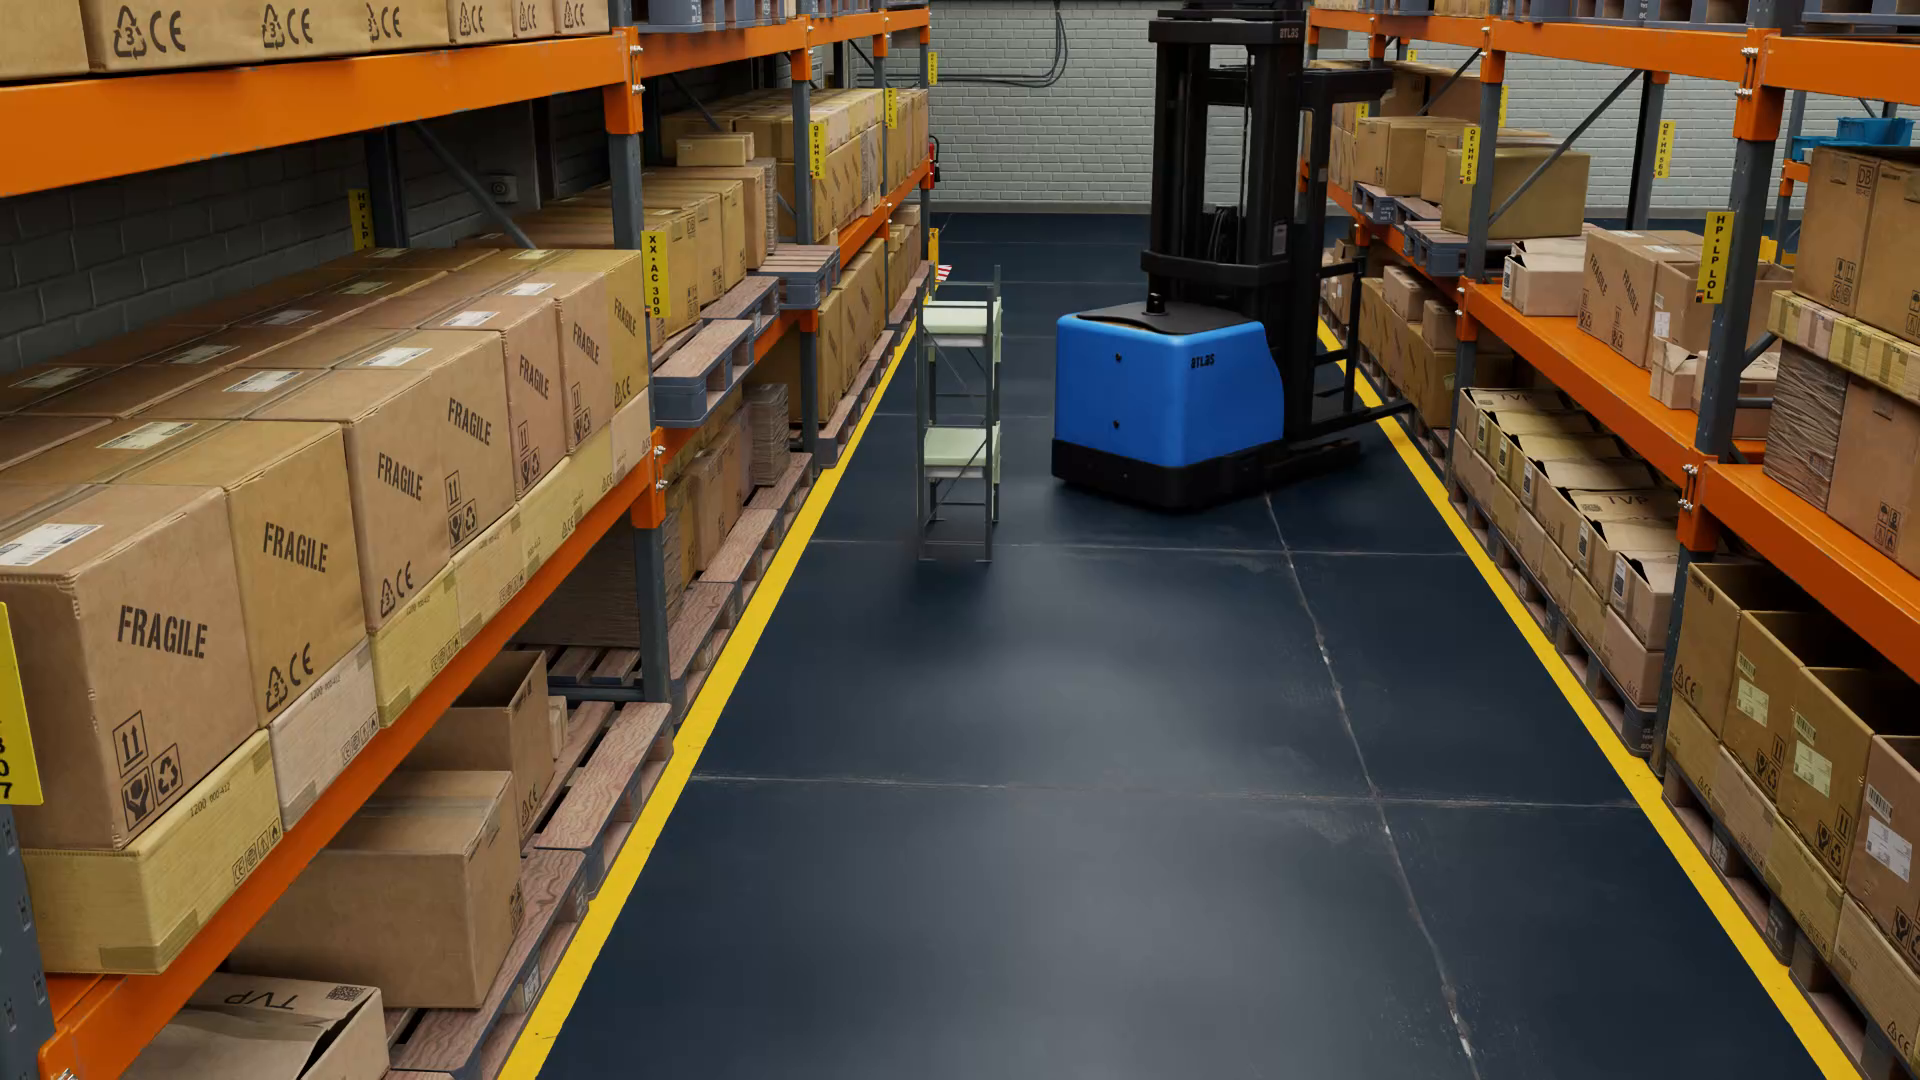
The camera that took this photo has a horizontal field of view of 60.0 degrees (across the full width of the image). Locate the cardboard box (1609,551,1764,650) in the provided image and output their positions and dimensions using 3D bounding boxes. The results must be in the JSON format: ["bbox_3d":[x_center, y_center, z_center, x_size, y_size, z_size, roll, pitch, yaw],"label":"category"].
[{"bbox_3d":[2.992,0.219,6.777,0.500,0.311,0.500,1,18,4],"label":"cardboard box"}]

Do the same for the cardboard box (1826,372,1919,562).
[{"bbox_3d":[3.192,-0.235,5.161,0.700,0.500,0.500,1,18,3],"label":"cardboard box"}]

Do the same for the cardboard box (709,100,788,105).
[{"bbox_3d":[-1.515,-3.020,11.948,0.500,0.250,0.500,1,18,3],"label":"cardboard box"}]

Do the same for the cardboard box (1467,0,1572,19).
[{"bbox_3d":[3.534,-3.340,9.822,0.910,0.500,0.500,1,18,4],"label":"cardboard box"}]

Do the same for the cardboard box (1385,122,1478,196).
[{"bbox_3d":[3.580,-2.864,12.510,0.700,0.500,0.500,4,19,13],"label":"cardboard box"}]

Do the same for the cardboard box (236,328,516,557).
[{"bbox_3d":[-1.531,-0.266,4.423,0.500,0.500,0.500,2,18,6],"label":"cardboard box"}]

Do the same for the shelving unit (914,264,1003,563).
[{"bbox_3d":[0.000,-0.711,9.183,0.431,1.500,0.755,1,18,4],"label":"shelving unit"}]

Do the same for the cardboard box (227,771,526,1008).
[{"bbox_3d":[-1.696,1.006,4.843,0.700,0.500,0.500,0,18,0],"label":"cardboard box"}]

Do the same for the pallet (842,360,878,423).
[{"bbox_3d":[-1.183,-1.137,12.553,1.003,0.211,1.213,1,18,4],"label":"pallet"}]

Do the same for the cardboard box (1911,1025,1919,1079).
[{"bbox_3d":[2.764,1.376,4.146,0.500,0.250,0.500,1,18,4],"label":"cardboard box"}]

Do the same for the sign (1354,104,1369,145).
[{"bbox_3d":[3.281,-3.395,13.575,0.100,0.325,0.005,1,18,4],"label":"sign"}]

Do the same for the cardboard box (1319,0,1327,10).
[{"bbox_3d":[3.770,-5.261,16.086,0.500,0.250,0.500,1,18,4],"label":"cardboard box"}]

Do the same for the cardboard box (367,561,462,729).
[{"bbox_3d":[-1.561,0.242,4.077,0.500,0.250,0.500,1,18,3],"label":"cardboard box"}]

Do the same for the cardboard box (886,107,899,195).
[{"bbox_3d":[-1.063,-3.394,14.481,0.980,0.700,0.700,2,18,5],"label":"cardboard box"}]

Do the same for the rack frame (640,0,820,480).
[{"bbox_3d":[-1.405,-1.841,10.223,1.000,3.000,0.127,1,18,4],"label":"rack frame"}]

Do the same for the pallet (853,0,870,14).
[{"bbox_3d":[-1.135,-4.132,12.705,0.805,0.209,1.217,1,18,2],"label":"pallet"}]

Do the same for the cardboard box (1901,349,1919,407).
[{"bbox_3d":[2.965,-0.448,4.771,0.380,0.149,0.250,1,18,2],"label":"cardboard box"}]

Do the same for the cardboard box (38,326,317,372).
[{"bbox_3d":[-2.042,-0.275,4.449,0.500,0.500,0.500,2,18,5],"label":"cardboard box"}]

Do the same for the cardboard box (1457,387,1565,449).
[{"bbox_3d":[3.206,-0.735,9.688,0.500,0.311,0.500,2,18,6],"label":"cardboard box"}]

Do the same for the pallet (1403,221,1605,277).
[{"bbox_3d":[3.515,-1.852,10.566,1.213,0.211,1.003,1,18,4],"label":"pallet"}]

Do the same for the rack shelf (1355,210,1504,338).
[{"bbox_3d":[3.679,-2.011,11.897,1.077,0.370,4.000,1,18,4],"label":"rack shelf"}]

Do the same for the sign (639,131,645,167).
[{"bbox_3d":[-1.959,-2.402,10.078,0.100,0.325,0.005,1,18,4],"label":"sign"}]

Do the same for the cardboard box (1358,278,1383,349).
[{"bbox_3d":[3.545,-1.850,13.559,0.500,0.500,0.500,0,18,1],"label":"cardboard box"}]

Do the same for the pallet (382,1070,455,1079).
[{"bbox_3d":[-1.880,1.694,3.914,1.003,0.211,1.213,1,18,4],"label":"pallet"}]

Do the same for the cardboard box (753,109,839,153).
[{"bbox_3d":[-1.078,-2.698,10.964,0.500,0.250,0.500,1,18,3],"label":"cardboard box"}]

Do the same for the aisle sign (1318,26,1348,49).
[{"bbox_3d":[3.822,-5.479,17.152,0.394,0.787,0.004,1,18,4],"label":"aisle sign"}]

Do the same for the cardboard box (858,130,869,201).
[{"bbox_3d":[-0.971,-2.818,12.535,0.500,0.500,0.500,1,18,4],"label":"cardboard box"}]

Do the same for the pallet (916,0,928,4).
[{"bbox_3d":[-0.874,-5.478,16.649,1.003,0.211,1.213,1,18,4],"label":"pallet"}]

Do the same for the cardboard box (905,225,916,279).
[{"bbox_3d":[-0.818,-2.962,16.985,0.700,0.500,0.500,1,18,4],"label":"cardboard box"}]

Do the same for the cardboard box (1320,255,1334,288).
[{"bbox_3d":[3.716,-2.645,16.388,0.500,0.250,0.500,1,18,4],"label":"cardboard box"}]

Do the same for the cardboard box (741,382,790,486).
[{"bbox_3d":[-1.405,-0.637,9.858,0.700,0.500,0.500,2,18,5],"label":"cardboard box"}]

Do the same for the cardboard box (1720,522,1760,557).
[{"bbox_3d":[3.569,0.074,7.222,0.500,0.311,0.500,1,18,3],"label":"cardboard box"}]

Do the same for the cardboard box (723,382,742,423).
[{"bbox_3d":[-1.508,-0.818,9.205,0.500,0.250,0.500,2,18,5],"label":"cardboard box"}]

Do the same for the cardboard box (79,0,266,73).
[{"bbox_3d":[-1.631,-1.103,2.961,0.500,0.500,0.500,2,18,8],"label":"cardboard box"}]

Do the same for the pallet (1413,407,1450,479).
[{"bbox_3d":[3.627,-0.637,11.029,1.003,0.211,1.213,1,18,4],"label":"pallet"}]

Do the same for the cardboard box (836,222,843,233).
[{"bbox_3d":[-1.051,-2.305,12.010,0.380,0.149,0.250,1,18,4],"label":"cardboard box"}]

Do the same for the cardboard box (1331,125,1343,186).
[{"bbox_3d":[3.673,-3.502,15.132,0.500,0.500,0.500,2,18,5],"label":"cardboard box"}]

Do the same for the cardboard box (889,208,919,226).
[{"bbox_3d":[-0.627,-3.302,16.982,0.380,0.149,0.250,2,18,5],"label":"cardboard box"}]

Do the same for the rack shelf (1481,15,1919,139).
[{"bbox_3d":[3.393,-2.194,7.638,1.077,0.370,4.000,1,18,4],"label":"rack shelf"}]

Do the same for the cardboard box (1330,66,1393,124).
[{"bbox_3d":[3.709,-4.131,15.447,0.500,0.500,0.500,1,18,3],"label":"cardboard box"}]

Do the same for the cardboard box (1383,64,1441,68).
[{"bbox_3d":[4.284,-4.276,15.889,0.500,0.500,0.500,2,18,5],"label":"cardboard box"}]

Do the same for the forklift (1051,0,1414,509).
[{"bbox_3d":[1.992,-1.945,10.651,3.031,2.935,1.130,-16,24,-41],"label":"forklift"}]

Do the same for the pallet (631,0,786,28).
[{"bbox_3d":[-1.470,-2.446,7.555,1.213,0.211,1.003,1,18,4],"label":"pallet"}]

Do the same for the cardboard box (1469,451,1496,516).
[{"bbox_3d":[3.170,-0.312,9.299,0.500,0.250,0.500,1,18,2],"label":"cardboard box"}]

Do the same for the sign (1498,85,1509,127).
[{"bbox_3d":[4.377,-3.512,13.466,0.100,0.325,0.005,1,18,4],"label":"sign"}]

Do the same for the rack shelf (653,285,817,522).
[{"bbox_3d":[-1.548,-0.878,8.439,1.077,0.370,4.000,1,18,4],"label":"rack shelf"}]

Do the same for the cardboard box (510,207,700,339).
[{"bbox_3d":[-1.574,-1.186,7.357,0.700,0.500,0.500,3,18,10],"label":"cardboard box"}]

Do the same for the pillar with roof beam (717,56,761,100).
[{"bbox_3d":[2.363,-6.074,13.510,9.100,9.000,0.400,1,18,4],"label":"pillar with roof beam"}]

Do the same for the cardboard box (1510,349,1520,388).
[{"bbox_3d":[3.886,-1.050,11.119,0.500,0.500,0.500,1,18,2],"label":"cardboard box"}]

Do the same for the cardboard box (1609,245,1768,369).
[{"bbox_3d":[3.394,-1.094,7.783,0.500,0.500,0.500,1,18,4],"label":"cardboard box"}]

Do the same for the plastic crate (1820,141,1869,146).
[{"bbox_3d":[8.657,-3.779,16.312,0.416,0.233,0.300,1,18,4],"label":"plastic crate"}]
